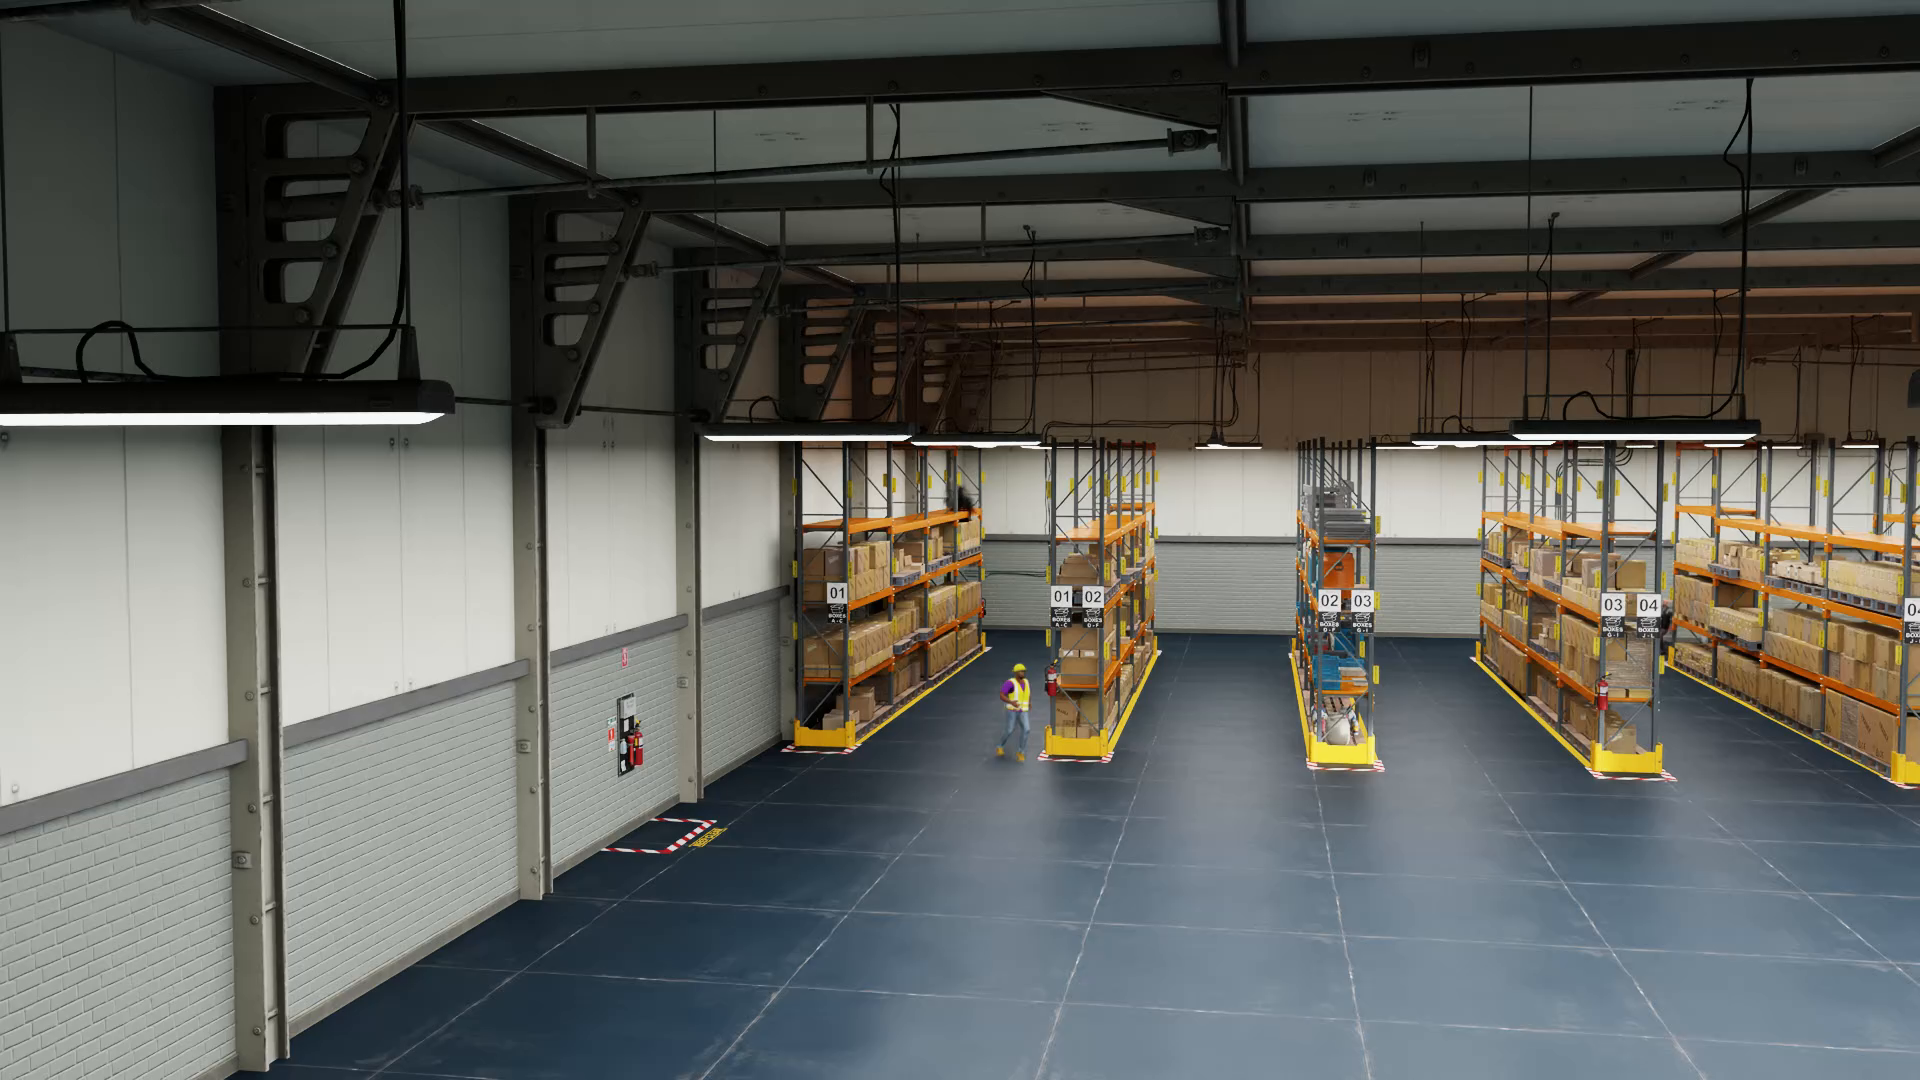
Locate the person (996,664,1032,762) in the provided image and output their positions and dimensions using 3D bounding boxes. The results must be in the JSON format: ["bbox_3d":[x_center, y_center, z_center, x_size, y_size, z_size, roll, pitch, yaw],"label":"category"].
[{"bbox_3d":[1.072,3.207,31.044,0.754,1.794,0.791,-2,3,-28],"label":"person"}]

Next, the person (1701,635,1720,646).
[{"bbox_3d":[20.465,2.459,45.358,0.577,1.740,1.063,2,4,36],"label":"person"}]

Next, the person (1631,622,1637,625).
[{"bbox_3d":[18.329,2.517,45.471,0.480,1.629,0.623,-2,3,-29],"label":"person"}]

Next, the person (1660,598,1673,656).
[{"bbox_3d":[19.308,2.454,45.779,0.839,1.739,0.727,-1,3,-20],"label":"person"}]
